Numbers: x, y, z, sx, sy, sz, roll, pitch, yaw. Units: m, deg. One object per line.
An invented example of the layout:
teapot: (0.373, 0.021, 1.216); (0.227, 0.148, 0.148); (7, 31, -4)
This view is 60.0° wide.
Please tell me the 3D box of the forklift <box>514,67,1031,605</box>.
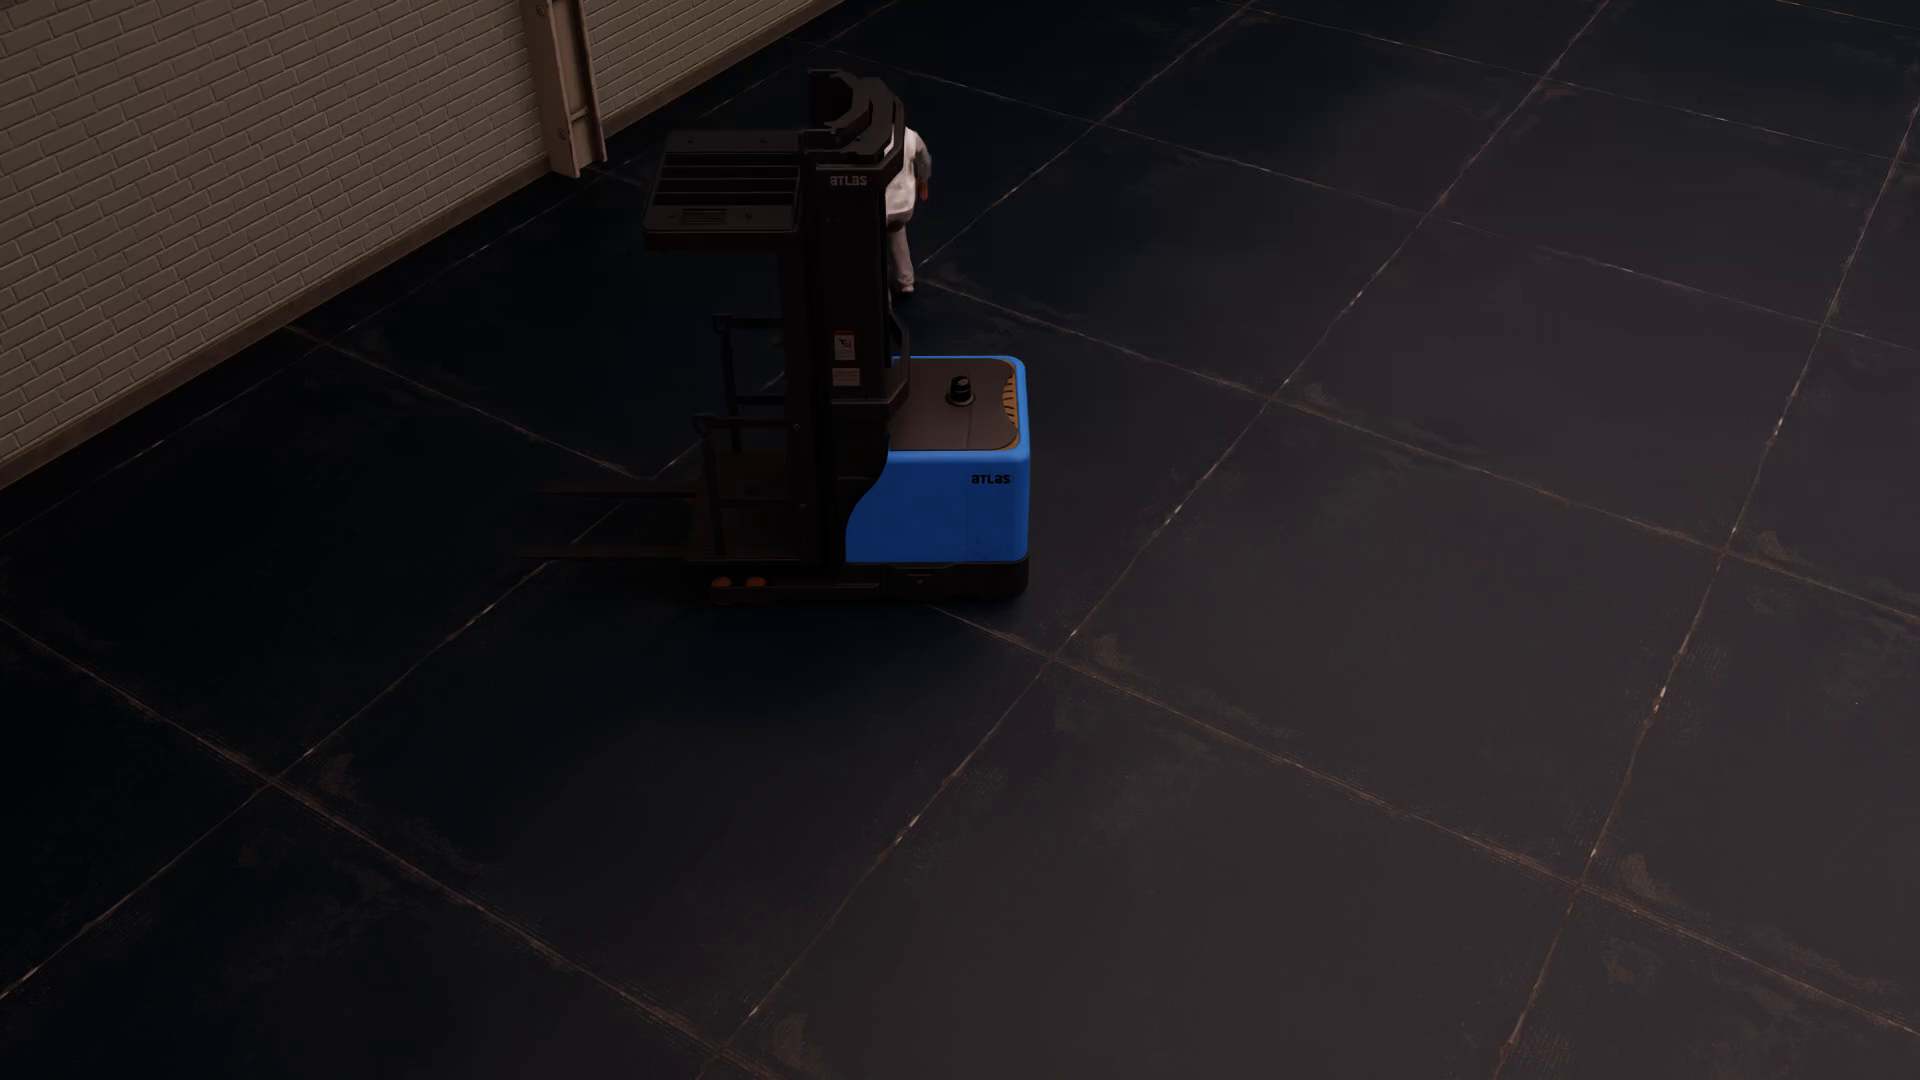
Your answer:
forklift: (-1.114, -1.080, 9.242); (3.031, 2.935, 1.130); (0, 40, 0)

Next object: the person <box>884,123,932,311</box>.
person: (-0.581, -2.382, 11.722); (0.843, 1.780, 0.500); (-16, 43, -18)
